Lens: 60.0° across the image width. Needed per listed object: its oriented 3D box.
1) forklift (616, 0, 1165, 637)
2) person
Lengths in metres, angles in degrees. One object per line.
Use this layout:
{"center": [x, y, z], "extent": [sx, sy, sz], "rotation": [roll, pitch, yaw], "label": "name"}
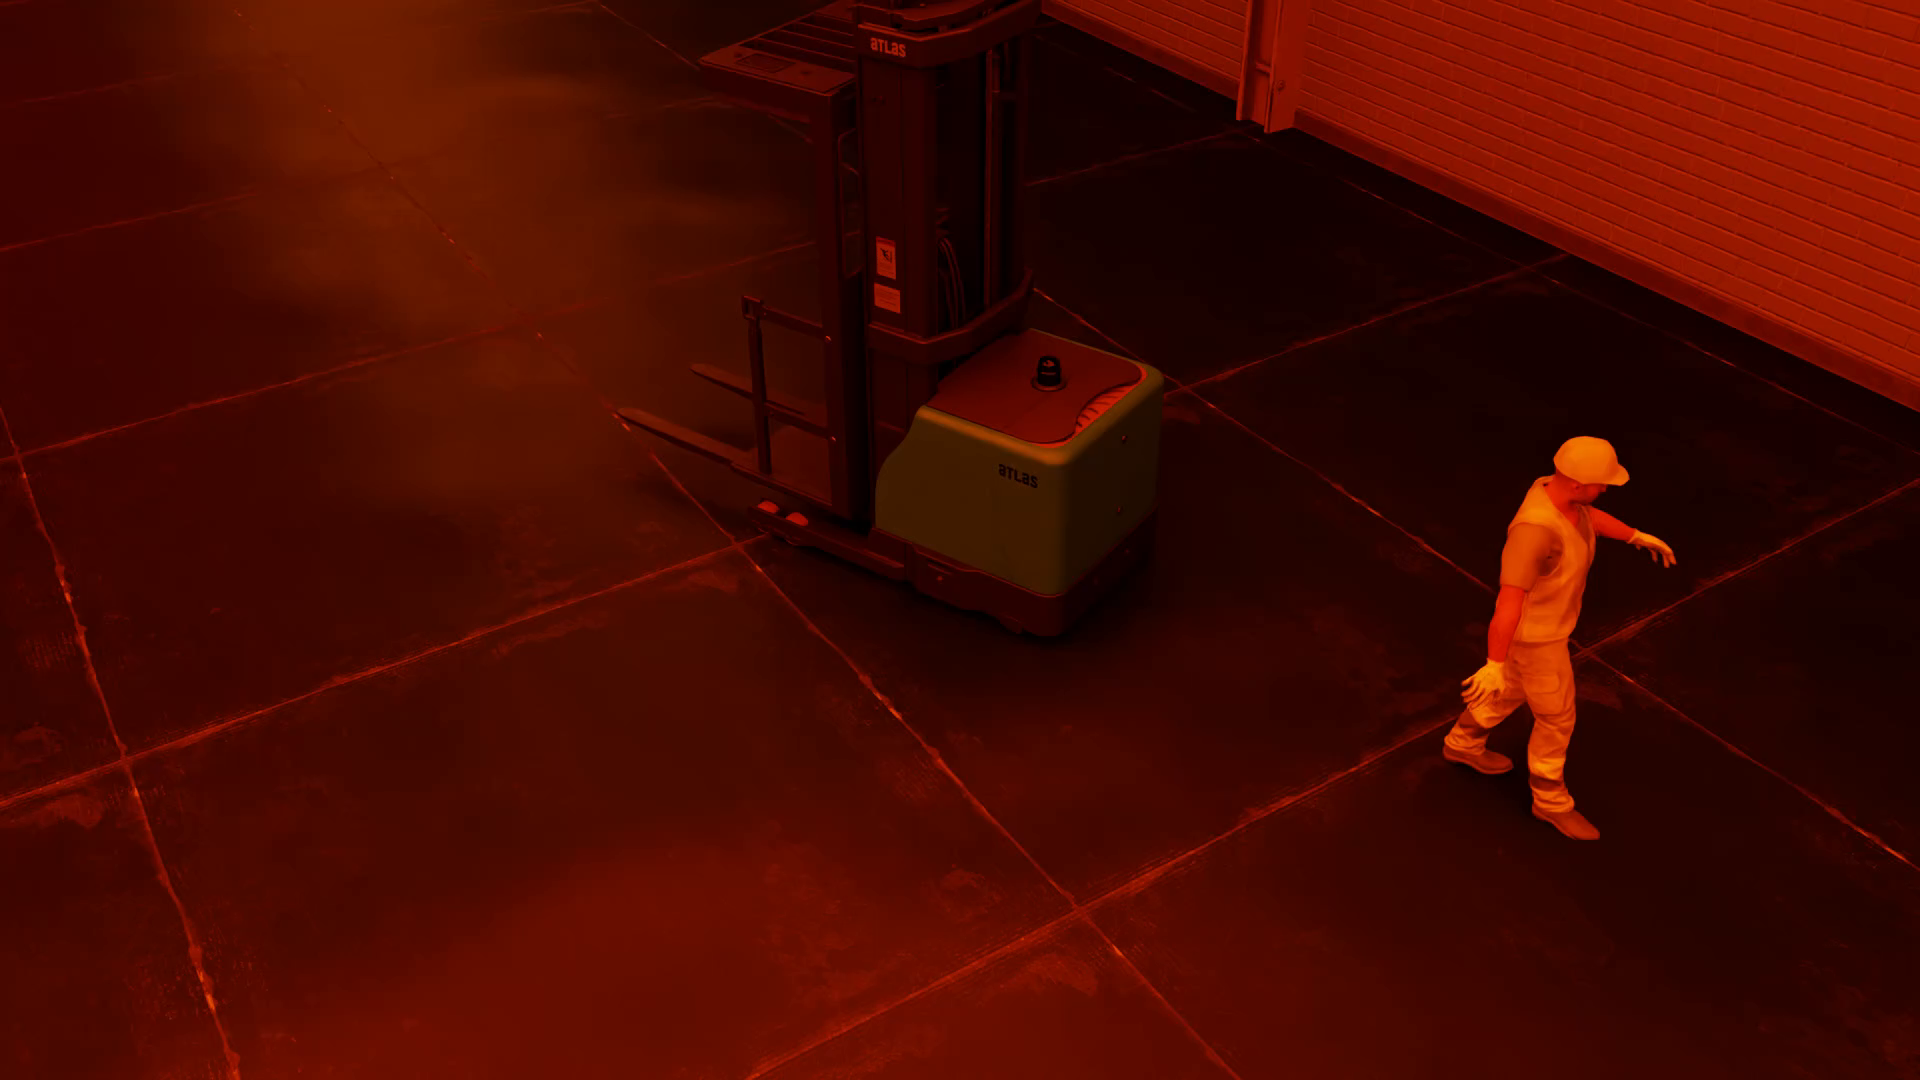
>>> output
{"center": [-0.500, -1.399, 8.138], "extent": [3.031, 2.935, 1.130], "rotation": [22, 41, 28], "label": "forklift"}
{"center": [2.398, 0.391, 6.630], "extent": [0.732, 1.767, 1.011], "rotation": [17, 39, 23], "label": "person"}
